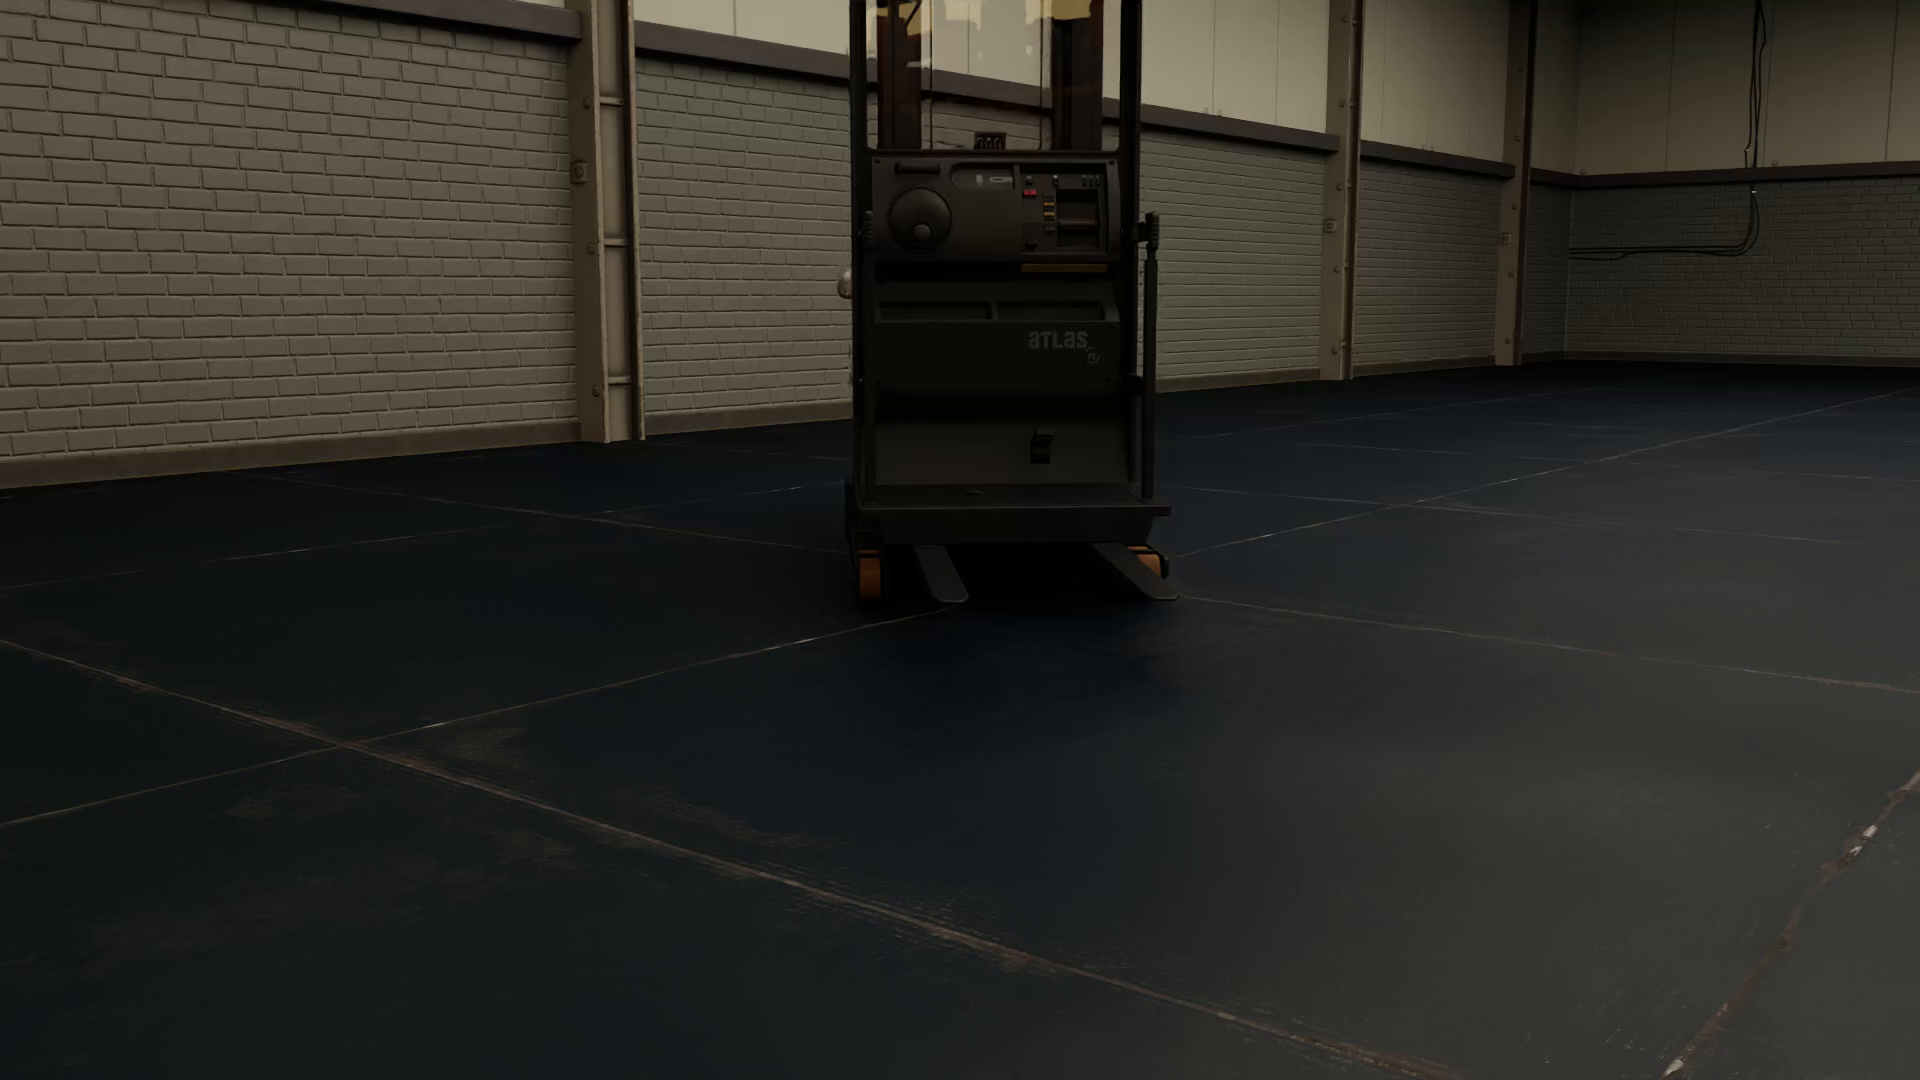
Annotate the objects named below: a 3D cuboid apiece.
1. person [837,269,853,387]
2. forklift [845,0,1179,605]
[{"bbox_3d":[-0.176,-0.876,8.260,1.019,1.526,0.765,6,10,35],"label":"person"},{"bbox_3d":[0.154,-1.277,6.010,1.130,2.935,3.031,-1,8,-5],"label":"forklift"}]
